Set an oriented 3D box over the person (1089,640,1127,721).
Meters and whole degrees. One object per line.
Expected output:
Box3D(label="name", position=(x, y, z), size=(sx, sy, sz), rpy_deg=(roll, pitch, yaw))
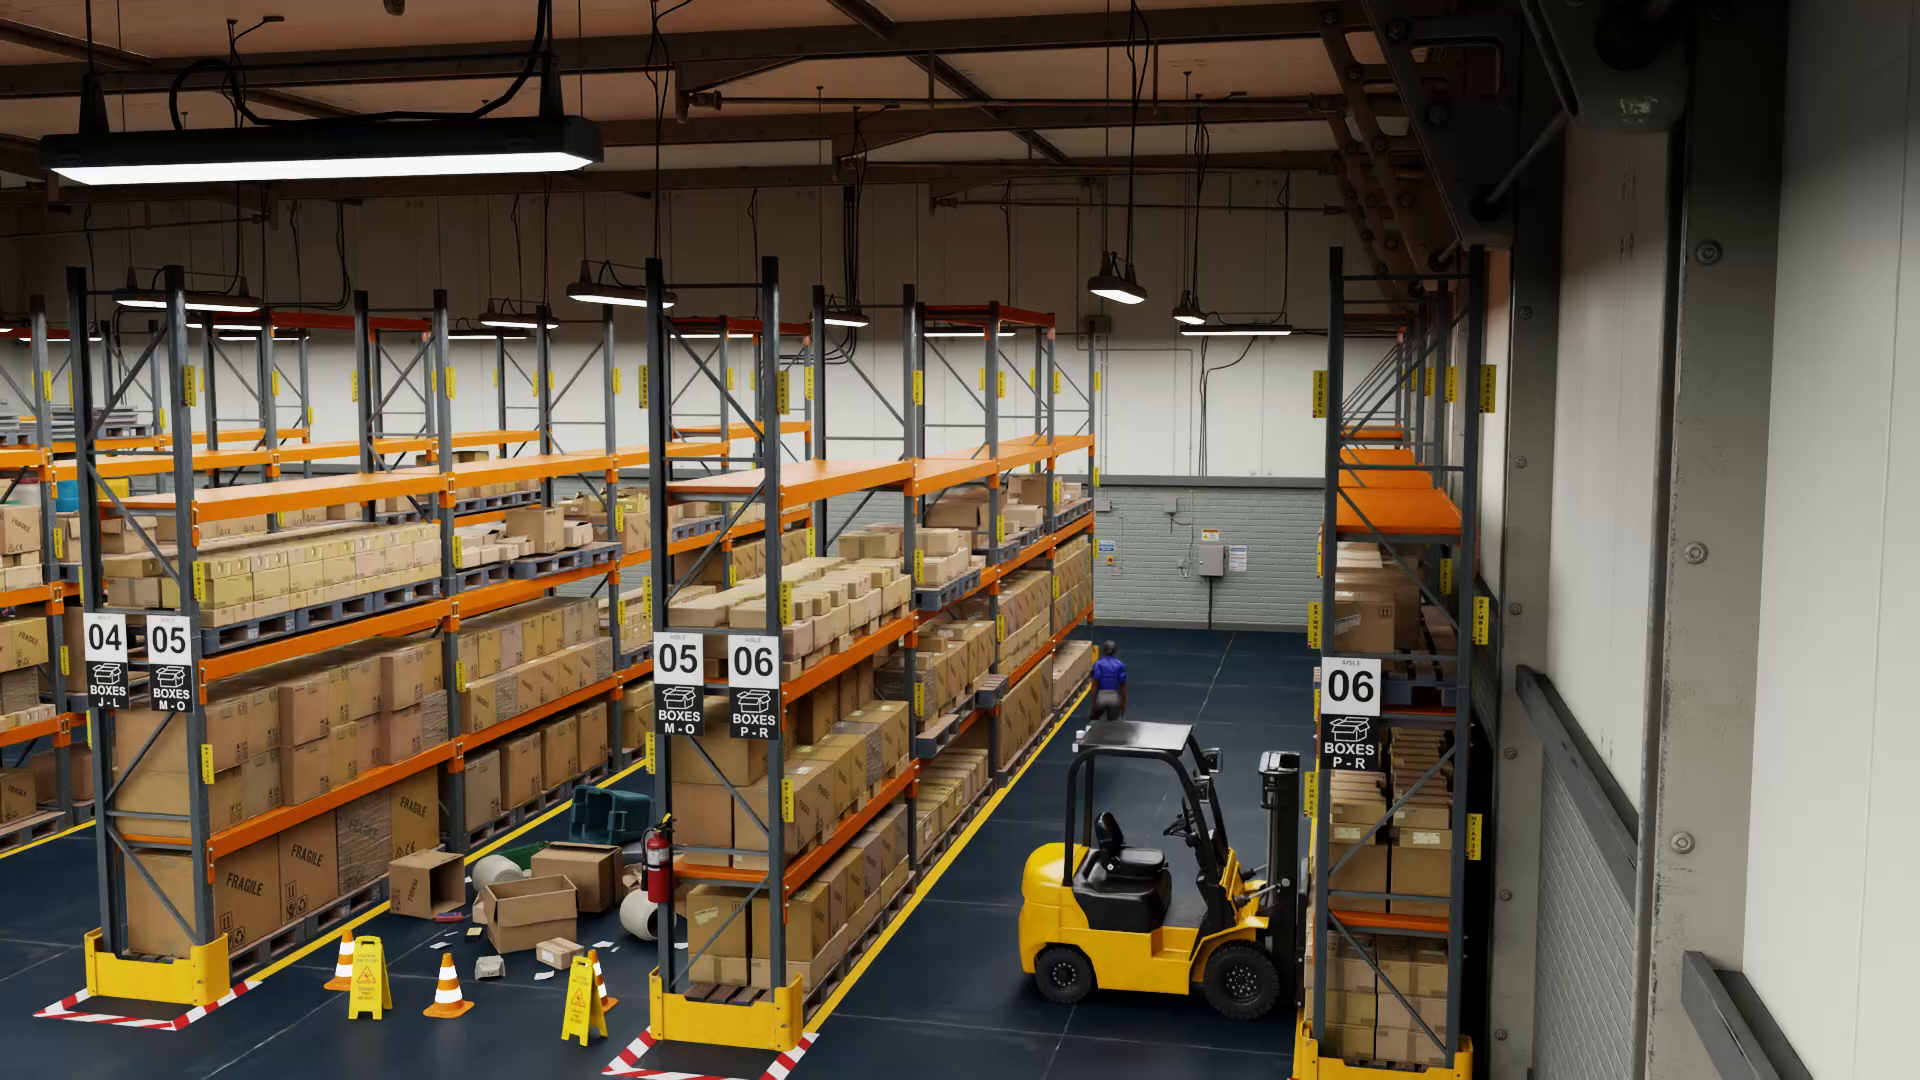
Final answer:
Box3D(label="person", position=(1.909, 2.038, 21.401), size=(0.472, 1.524, 0.595), rpy_deg=(0, 6, -1))
